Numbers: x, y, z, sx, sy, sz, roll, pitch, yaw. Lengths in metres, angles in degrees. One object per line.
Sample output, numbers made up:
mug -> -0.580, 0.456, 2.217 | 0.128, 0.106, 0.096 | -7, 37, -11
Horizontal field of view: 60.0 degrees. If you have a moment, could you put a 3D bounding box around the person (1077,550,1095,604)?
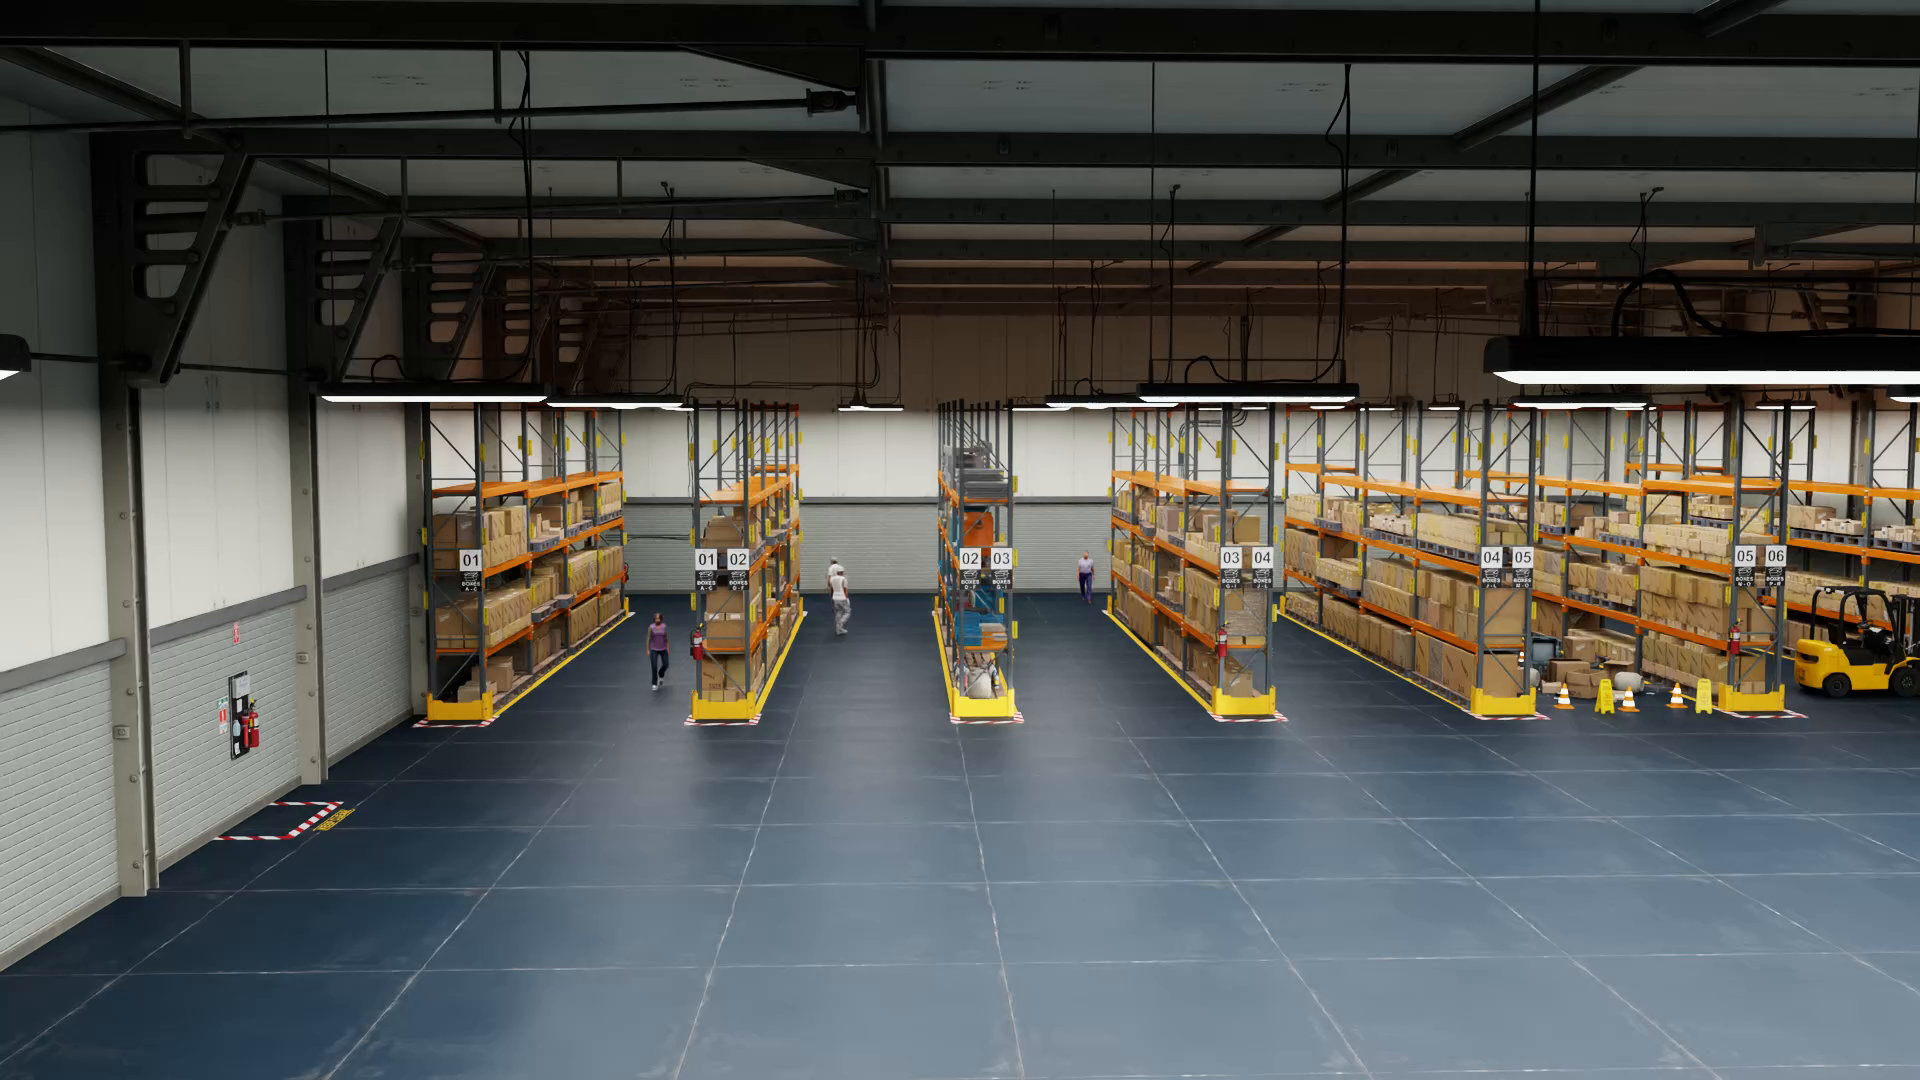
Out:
person -> 3.795, 1.098, 50.211 | 0.523, 1.578, 1.052 | 1, 4, 8

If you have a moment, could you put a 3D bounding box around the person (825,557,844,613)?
person -> -3.577, 1.289, 47.711 | 0.771, 1.628, 0.538 | 3, 5, 38

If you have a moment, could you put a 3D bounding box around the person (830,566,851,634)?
person -> -3.132, 1.560, 43.172 | 0.596, 1.787, 0.501 | 3, 6, 38

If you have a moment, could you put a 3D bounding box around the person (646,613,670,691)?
person -> -6.274, 2.301, 34.534 | 0.485, 1.604, 0.540 | -1, 5, -16
